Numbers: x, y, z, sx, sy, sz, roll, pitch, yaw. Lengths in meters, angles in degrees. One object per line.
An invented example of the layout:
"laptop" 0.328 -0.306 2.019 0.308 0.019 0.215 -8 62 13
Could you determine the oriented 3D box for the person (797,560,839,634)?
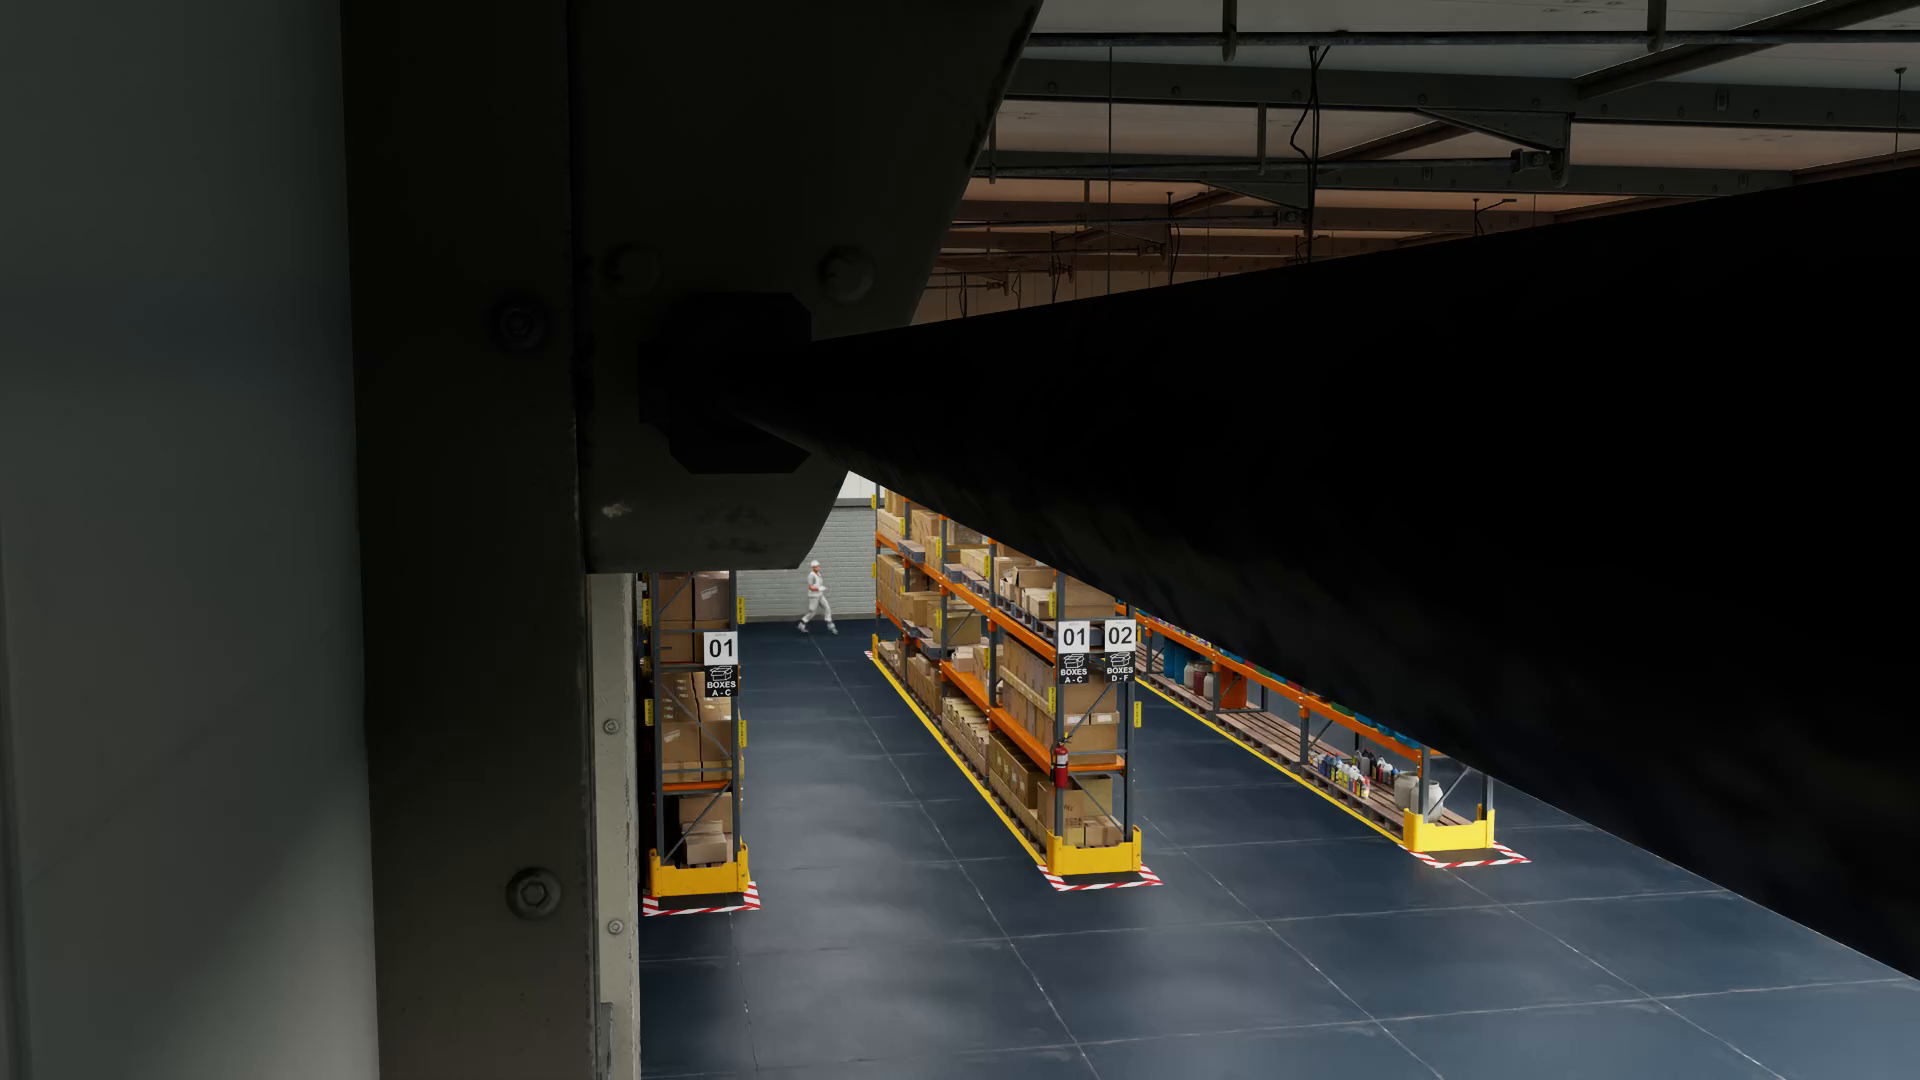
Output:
"person" -3.417 1.375 39.598 0.972 1.792 0.673 2 6 17
